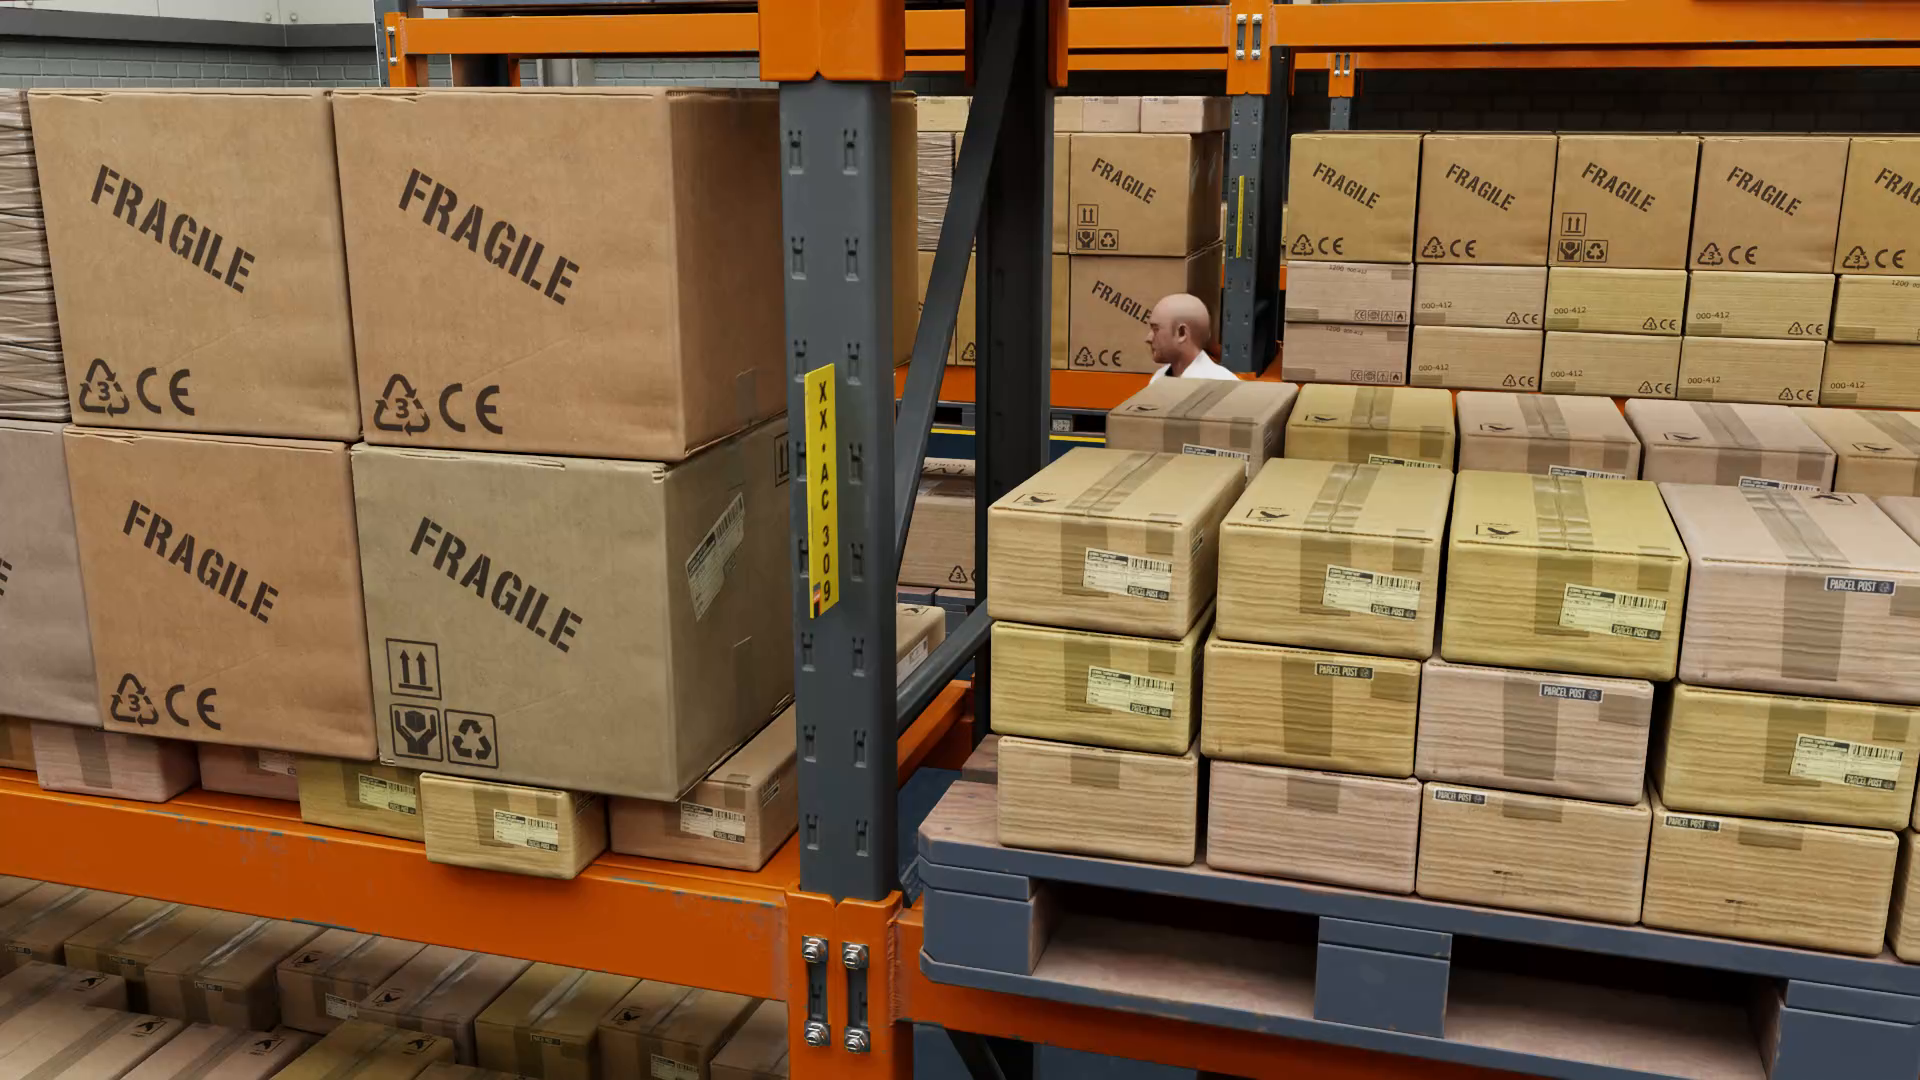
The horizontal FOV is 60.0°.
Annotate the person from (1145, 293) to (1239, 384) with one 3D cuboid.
[{"bbox_3d":[0.900,-0.018,6.109,0.665,1.769,0.616,-8,17,-28],"label":"person"}]
